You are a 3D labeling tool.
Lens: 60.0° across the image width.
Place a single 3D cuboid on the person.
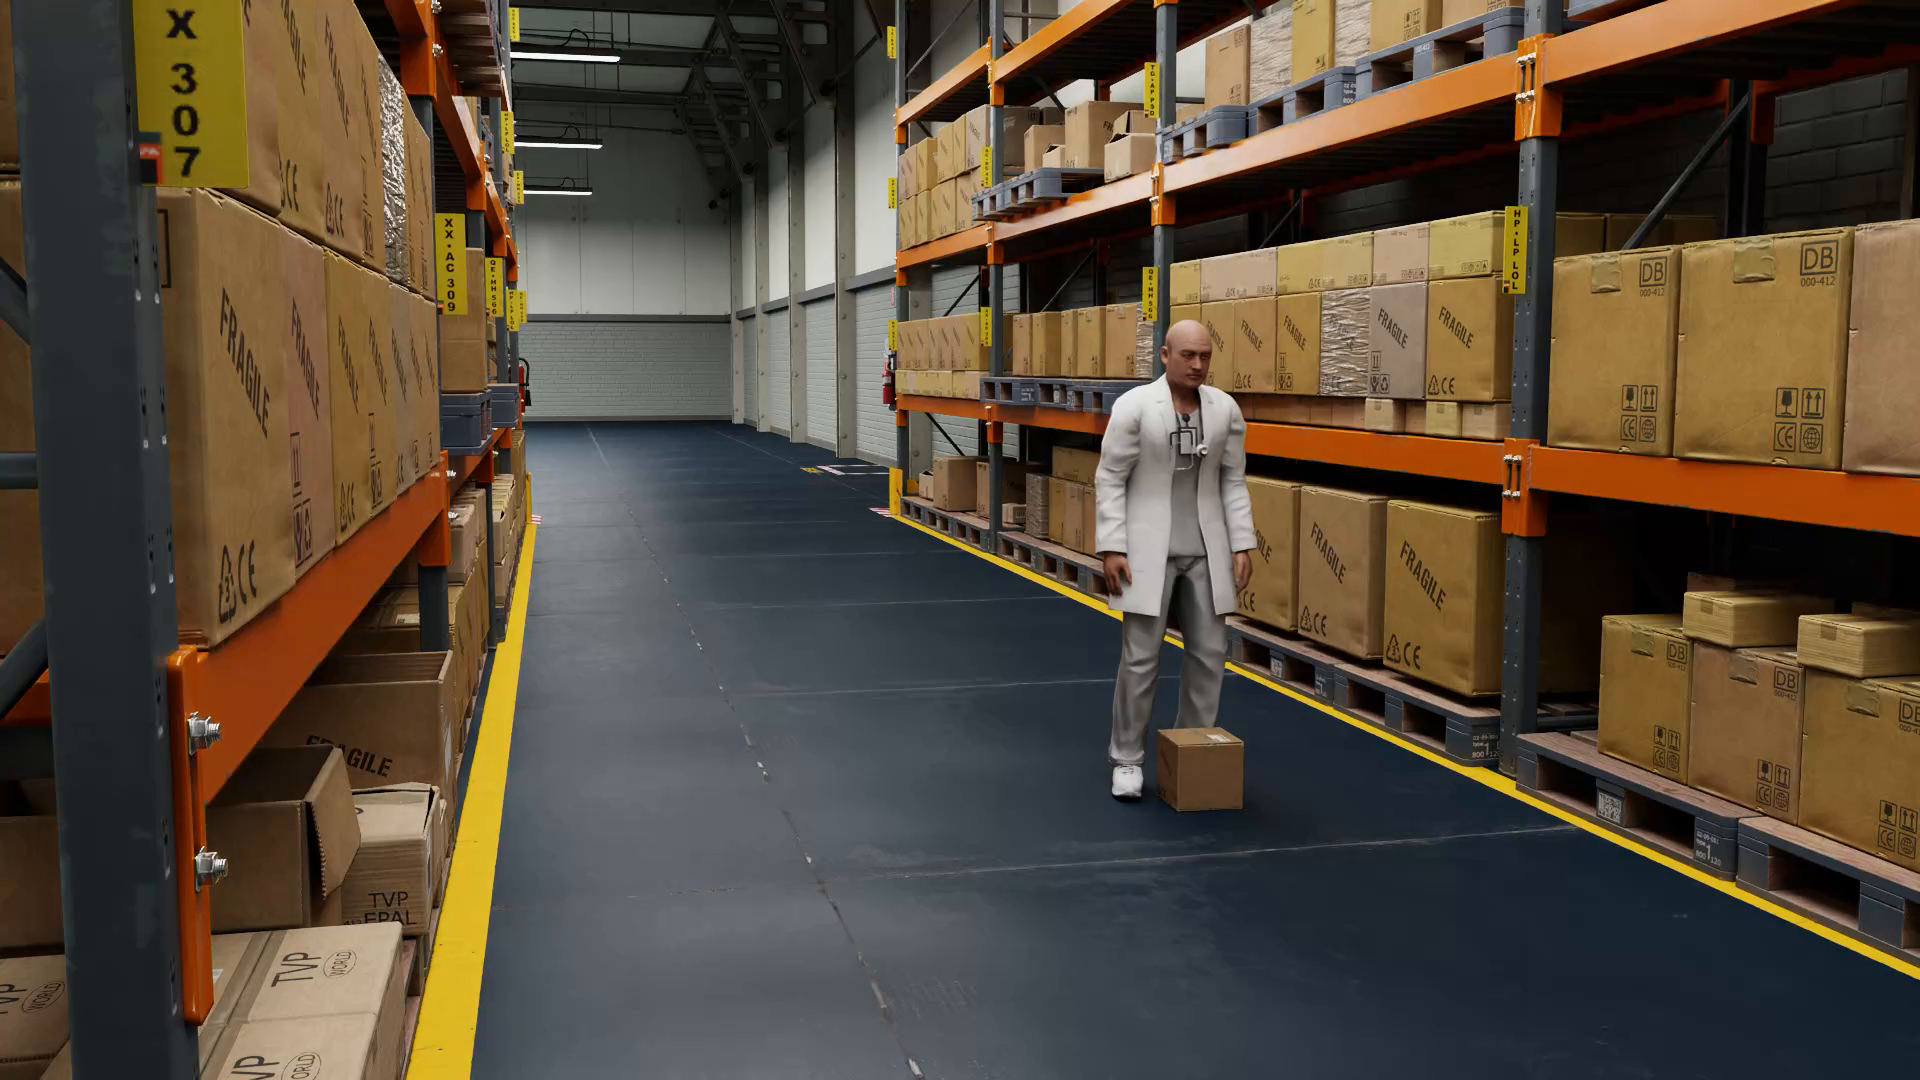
[{"bbox_3d":[0.817,0.061,6.293,0.642,1.774,0.421,-1,6,-14],"label":"person"}]
